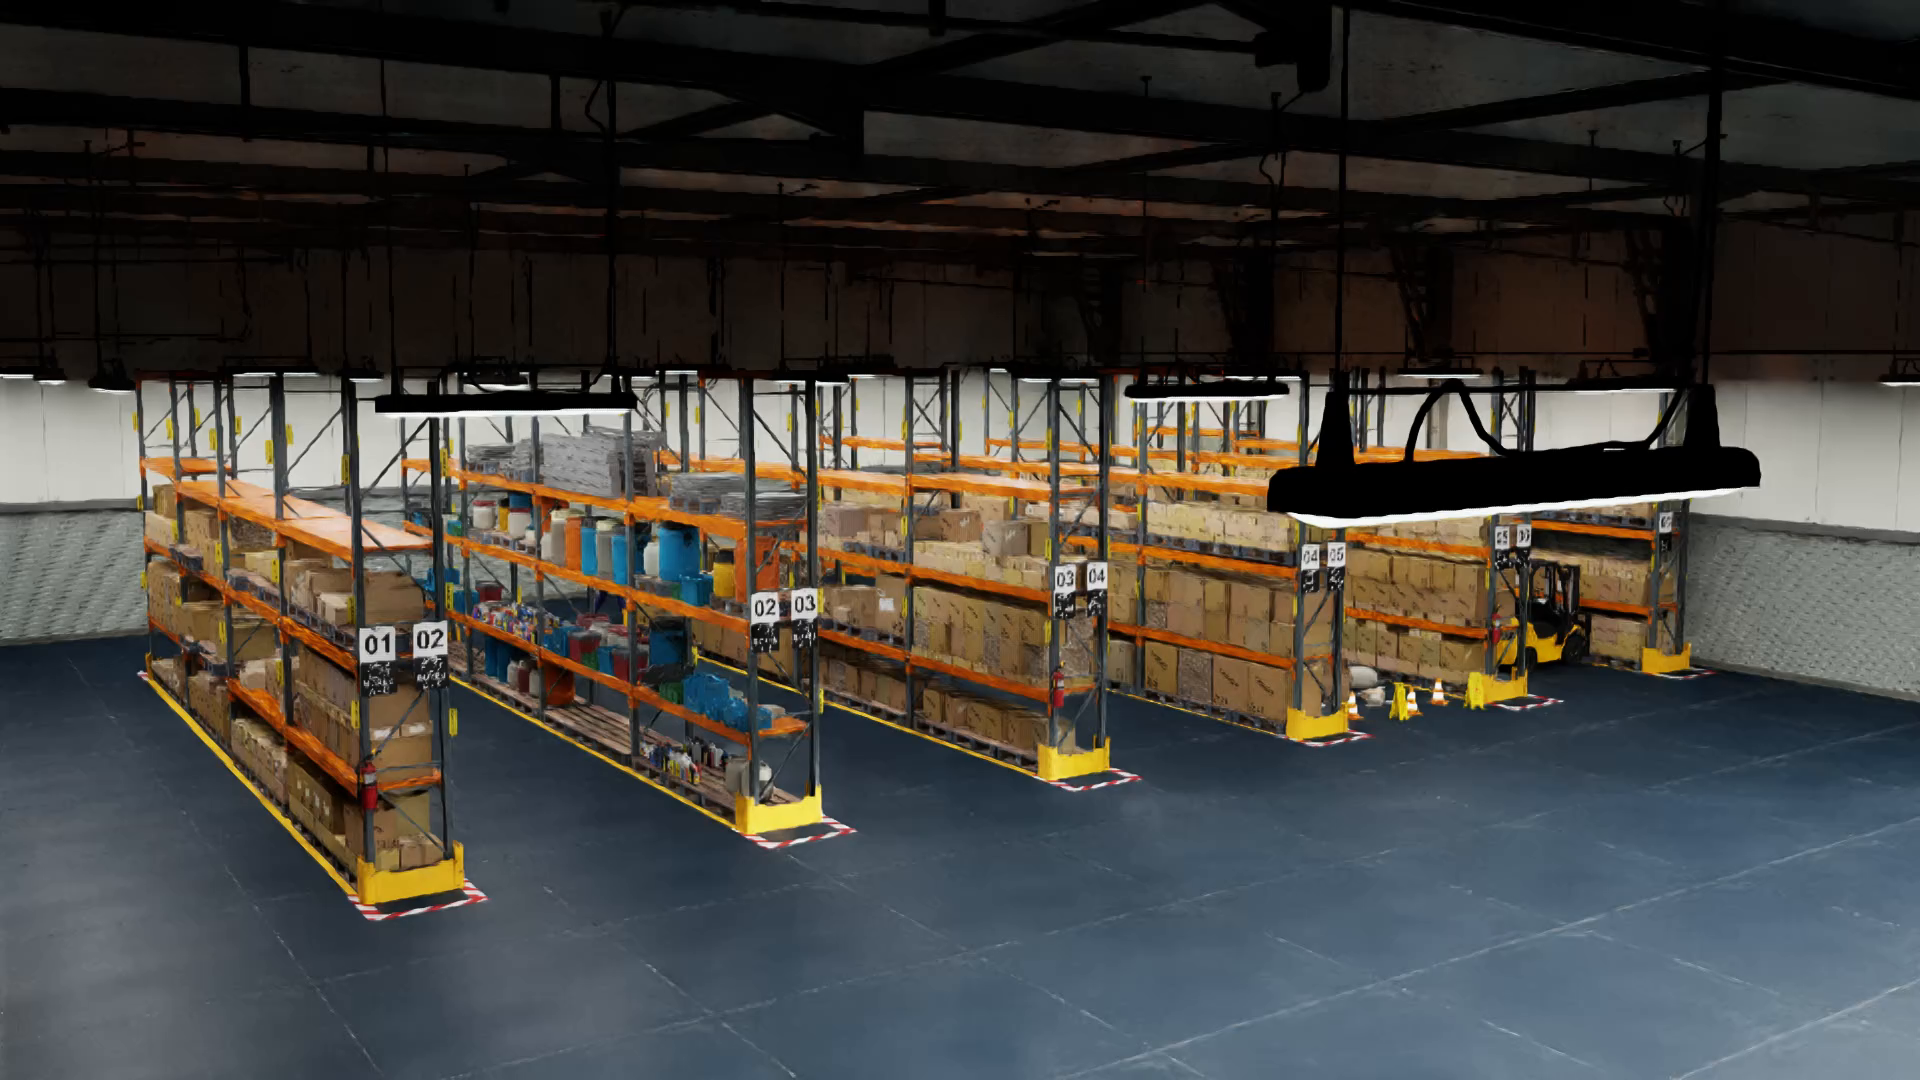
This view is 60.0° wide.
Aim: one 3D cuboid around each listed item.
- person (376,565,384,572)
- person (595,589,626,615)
[{"bbox_3d":[-12.899,1.339,37.197,0.534,1.598,0.940,-1,7,-12],"label":"person"},{"bbox_3d":[-8.396,1.020,39.959,0.904,1.611,0.584,4,7,29],"label":"person"}]
